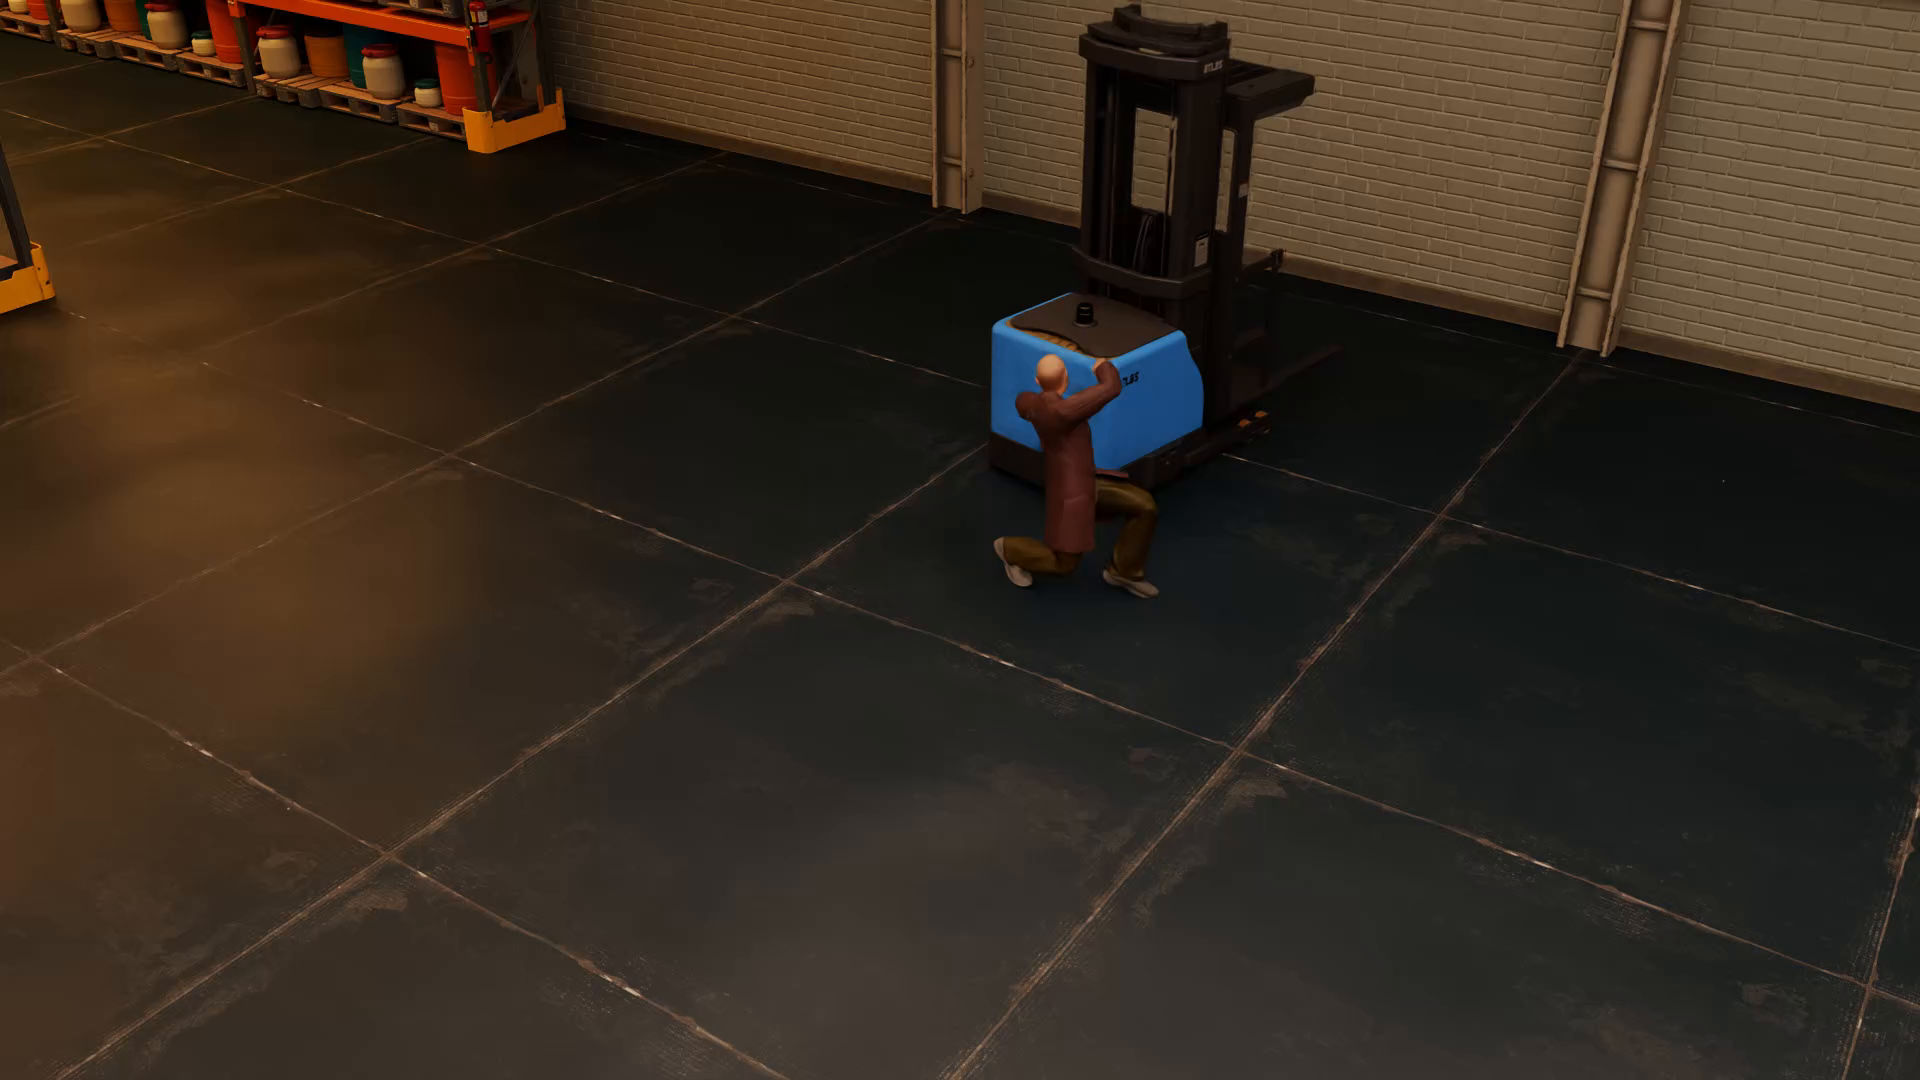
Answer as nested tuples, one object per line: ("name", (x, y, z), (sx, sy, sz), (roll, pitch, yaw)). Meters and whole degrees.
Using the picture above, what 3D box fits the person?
("person", (0.734, -0.458, 9.837), (1.030, 1.477, 1.044), (7, 31, 11))

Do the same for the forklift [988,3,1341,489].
("forklift", (1.584, -2.107, 11.210), (1.130, 2.935, 3.031), (26, 39, 37))
